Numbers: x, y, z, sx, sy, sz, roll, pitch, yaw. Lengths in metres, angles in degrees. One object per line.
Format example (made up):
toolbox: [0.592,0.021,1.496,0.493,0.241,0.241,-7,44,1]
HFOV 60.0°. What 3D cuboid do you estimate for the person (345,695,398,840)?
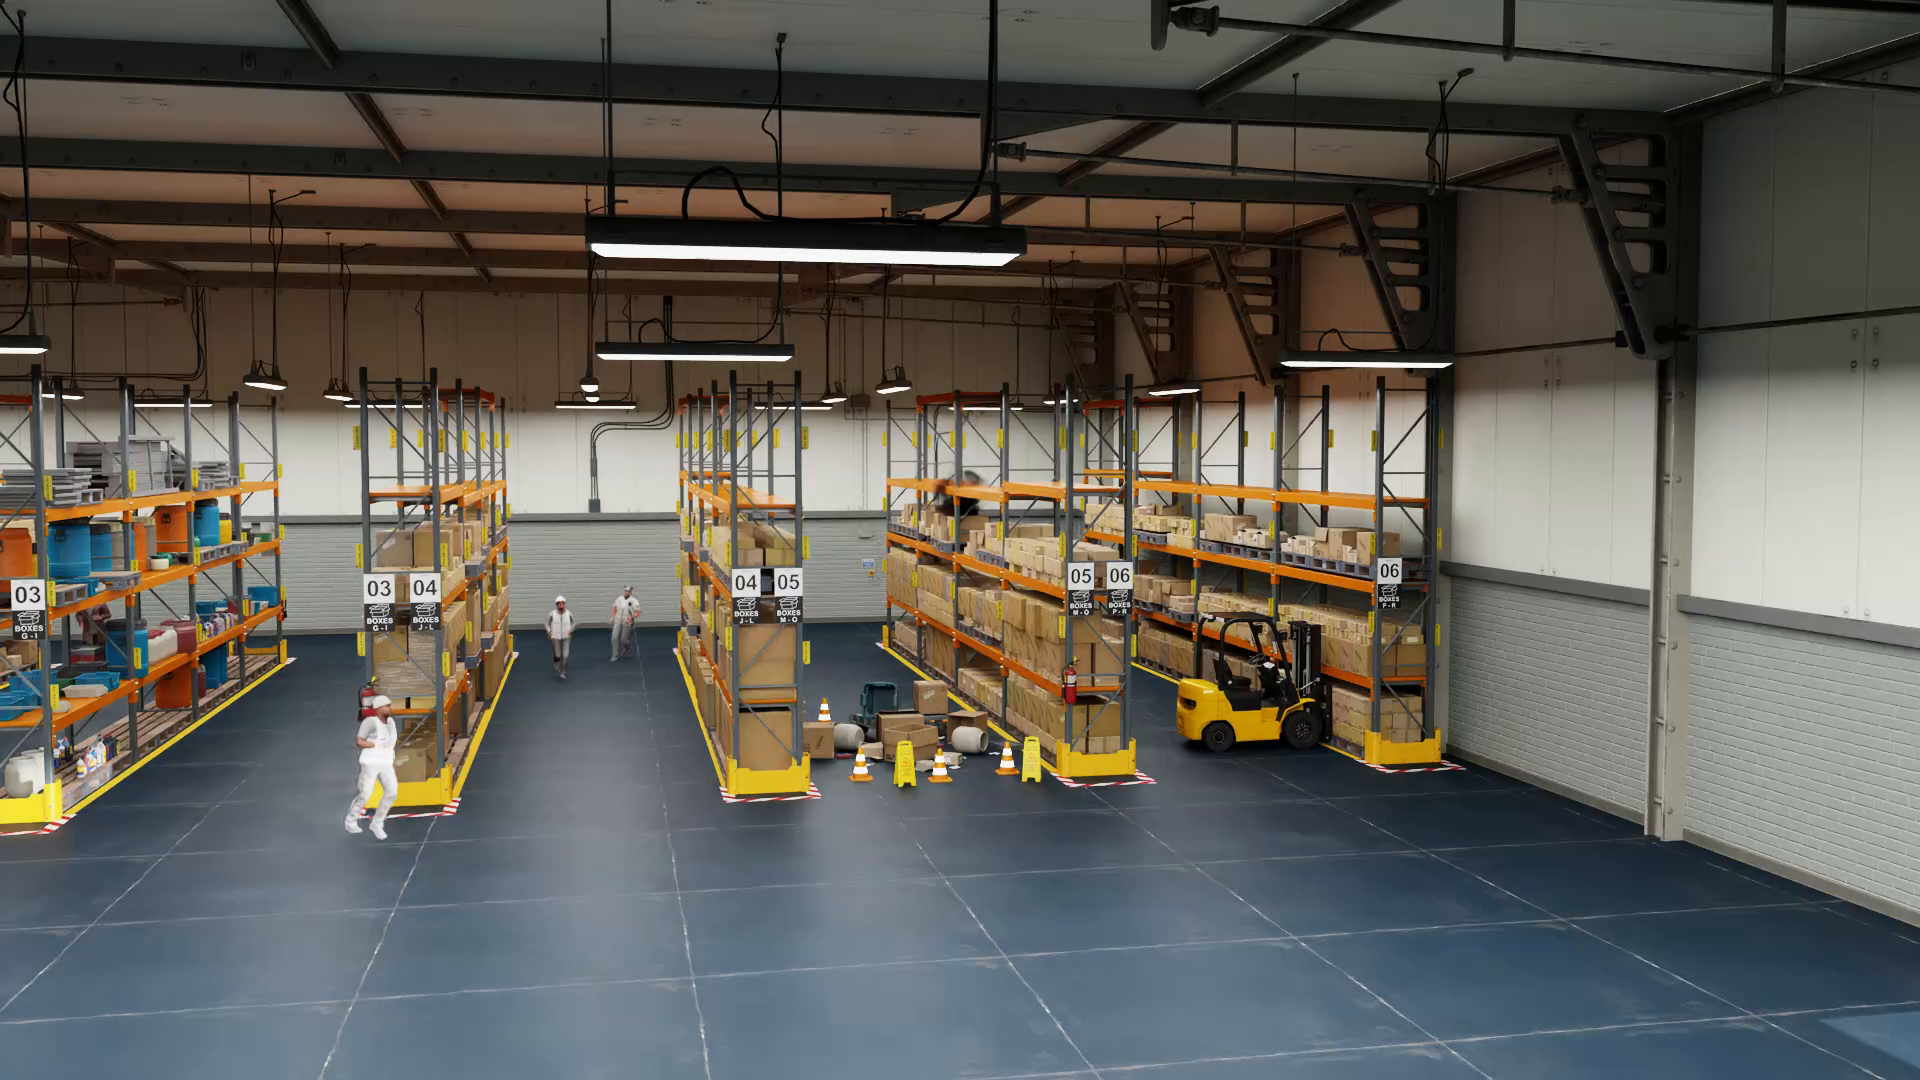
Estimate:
person: [-7.379,2.873,21.133,0.723,1.792,0.685,2,4,31]

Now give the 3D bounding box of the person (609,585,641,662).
person: [-7.660,1.889,38.049,0.704,1.730,0.722,1,3,9]

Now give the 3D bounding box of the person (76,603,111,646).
person: [-18.506,1.999,35.520,0.712,1.823,0.933,-1,4,-20]

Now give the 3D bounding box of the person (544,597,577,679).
person: [-8.426,2.056,35.116,0.660,1.728,0.585,-1,4,-19]
